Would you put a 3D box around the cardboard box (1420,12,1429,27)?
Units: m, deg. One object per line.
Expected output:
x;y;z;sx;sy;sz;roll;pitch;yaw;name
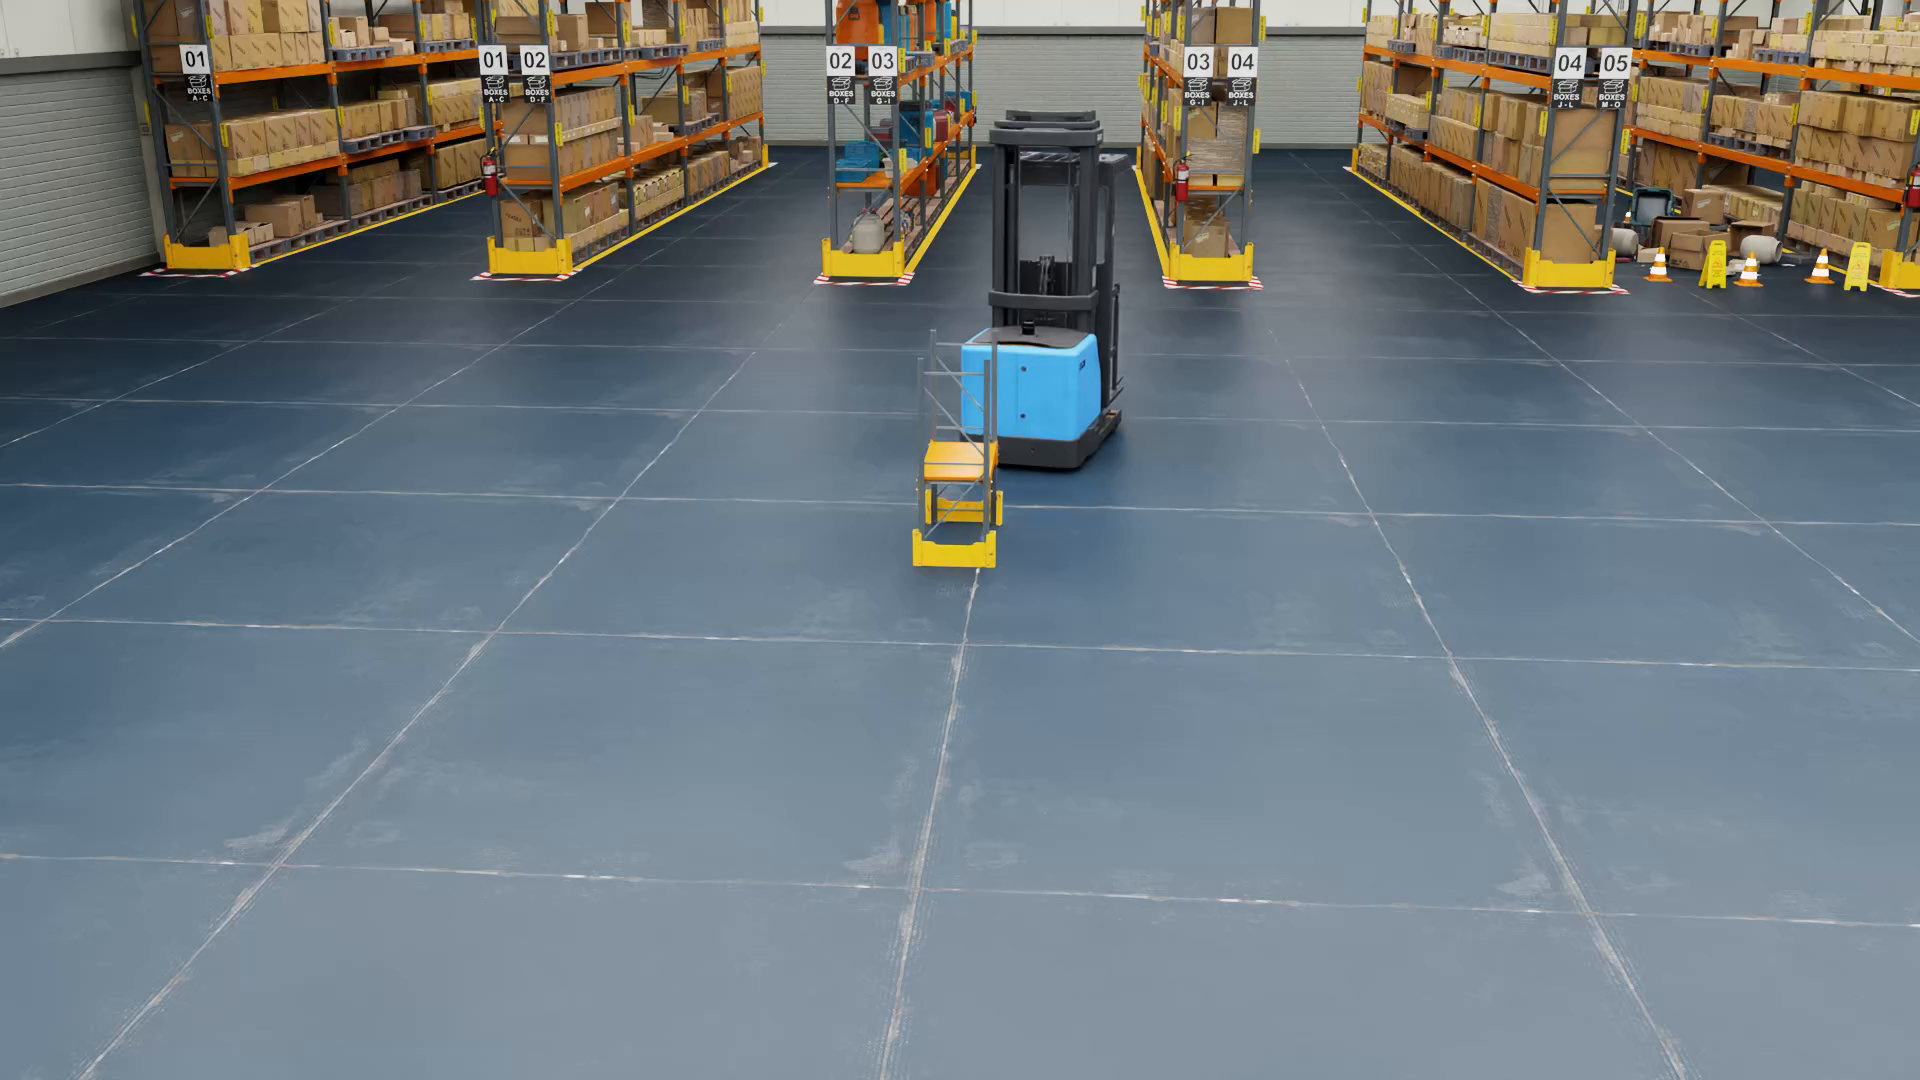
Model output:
8.935;-9.864;31.503;0.396;0.266;0.258;1;18;4;cardboard box

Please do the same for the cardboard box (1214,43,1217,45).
3.929;-7.259;24.543;0.380;0.149;0.250;1;18;3;cardboard box

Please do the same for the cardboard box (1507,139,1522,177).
8.681;-5.707;24.782;0.875;0.550;0.500;1;18;4;cardboard box

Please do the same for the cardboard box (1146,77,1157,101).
4.247;-9.611;35.497;0.500;0.500;0.500;1;18;4;cardboard box

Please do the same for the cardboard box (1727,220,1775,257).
12.317;-4.686;25.916;0.500;0.500;0.500;17;25;41;cardboard box

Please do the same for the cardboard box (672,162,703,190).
-5.377;-7.179;32.824;0.500;0.500;0.500;1;18;2;cardboard box

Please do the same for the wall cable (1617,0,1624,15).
18.264;-14.452;42.015;2.988;3.039;0.133;1;18;4;wall cable

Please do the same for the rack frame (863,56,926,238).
-1.073;-6.506;27.462;1.000;3.000;0.127;1;18;4;rack frame

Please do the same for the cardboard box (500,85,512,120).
-10.326;-9.523;36.186;0.980;0.700;0.700;2;18;5;cardboard box

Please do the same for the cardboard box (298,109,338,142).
-10.680;-6.868;27.572;0.500;0.500;0.500;1;18;4;cardboard box

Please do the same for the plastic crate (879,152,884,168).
-1.452;-5.990;26.228;0.450;0.188;0.662;1;18;4;plastic crate

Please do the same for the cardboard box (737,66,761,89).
-4.911;-10.723;38.566;0.500;0.500;0.500;1;18;3;cardboard box

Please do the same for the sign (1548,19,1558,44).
7.980;-6.836;22.358;0.100;0.325;0.005;1;18;4;sign

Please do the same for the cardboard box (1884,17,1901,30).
19.072;-10.445;33.625;0.500;0.250;0.500;1;18;4;cardboard box

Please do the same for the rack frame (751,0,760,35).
-5.154;-13.196;38.243;1.000;3.000;0.127;1;18;4;rack frame

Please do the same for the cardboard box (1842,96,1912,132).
13.435;-6.229;24.373;0.700;0.500;0.500;1;18;4;cardboard box

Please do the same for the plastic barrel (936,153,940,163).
-0.607;-7.805;34.121;0.600;0.901;0.708;1;18;4;plastic barrel

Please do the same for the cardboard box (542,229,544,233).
-6.533;-4.597;25.378;0.500;0.250;0.500;1;18;4;cardboard box

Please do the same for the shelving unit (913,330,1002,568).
-0.005;-0.689;12.117;0.587;1.500;1.083;1;18;4;shelving unit

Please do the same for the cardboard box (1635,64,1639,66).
14.711;-10.138;35.737;0.380;0.149;0.250;2;18;6;cardboard box

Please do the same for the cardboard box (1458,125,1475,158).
8.614;-6.626;27.667;0.500;0.500;0.500;1;18;3;cardboard box

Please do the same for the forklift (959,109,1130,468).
0.894;-2.419;15.097;1.130;2.935;3.031;5;19;15;forklift

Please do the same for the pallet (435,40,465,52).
-10.598;-9.854;33.165;1.003;0.211;1.213;2;18;6;pallet

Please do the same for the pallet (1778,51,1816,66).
13.902;-7.700;26.590;1.213;0.211;1.003;1;18;4;pallet

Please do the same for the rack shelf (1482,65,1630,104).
8.663;-6.716;24.441;1.077;0.370;4.000;1;18;4;rack shelf

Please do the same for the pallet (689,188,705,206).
-5.636;-6.766;32.734;1.003;0.211;1.213;1;18;4;pallet

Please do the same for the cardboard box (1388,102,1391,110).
8.877;-8.767;33.614;0.380;0.149;0.250;1;18;3;cardboard box

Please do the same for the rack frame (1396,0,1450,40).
9.380;-11.589;33.340;1.000;3.000;0.127;1;18;4;rack frame

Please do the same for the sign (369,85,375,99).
-11.222;-8.532;31.783;0.100;0.325;0.005;1;18;4;sign

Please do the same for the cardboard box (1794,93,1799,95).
14.113;-7.349;27.680;0.380;0.149;0.250;2;18;7;cardboard box

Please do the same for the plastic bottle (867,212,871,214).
-1.529;-5.231;27.238;0.152;0.276;0.135;2;18;6;plastic bottle

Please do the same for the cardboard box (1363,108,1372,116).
9.267;-9.606;37.324;0.380;0.149;0.250;1;18;2;cardboard box

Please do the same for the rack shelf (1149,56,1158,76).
4.297;-9.343;32.457;1.077;0.370;4.000;1;18;4;rack shelf

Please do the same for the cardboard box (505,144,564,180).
-6.254;-5.568;24.438;0.700;0.500;0.500;1;18;4;cardboard box

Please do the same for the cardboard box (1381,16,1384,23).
9.195;-11.104;35.475;0.380;0.149;0.250;1;18;3;cardboard box

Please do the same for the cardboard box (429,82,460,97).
-10.309;-8.982;33.143;0.500;0.250;0.500;1;18;4;cardboard box

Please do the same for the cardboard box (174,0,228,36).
-10.972;-7.557;24.053;0.500;0.500;0.500;0;18;0;cardboard box

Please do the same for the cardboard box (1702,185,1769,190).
13.988;-6.193;30.050;0.950;0.372;0.625;0;18;0;cardboard box

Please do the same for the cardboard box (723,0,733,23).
-5.266;-11.355;35.676;0.700;0.500;0.500;1;18;4;cardboard box

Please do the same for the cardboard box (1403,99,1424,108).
8.766;-8.423;32.085;0.380;0.149;0.250;2;18;7;cardboard box

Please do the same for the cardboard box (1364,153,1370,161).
9.242;-8.571;37.189;0.380;0.149;0.250;2;18;6;cardboard box

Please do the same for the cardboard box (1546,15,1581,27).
8.206;-7.056;22.609;0.380;0.149;0.250;1;18;4;cardboard box

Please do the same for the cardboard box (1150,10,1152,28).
4.583;-11.508;36.914;0.700;0.500;0.500;1;18;2;cardboard box

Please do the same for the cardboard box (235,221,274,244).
-11.061;-4.807;25.886;0.500;0.311;0.500;3;18;8;cardboard box

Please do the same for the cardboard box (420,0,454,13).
-10.600;-10.808;33.703;0.500;0.250;0.500;1;18;2;cardboard box

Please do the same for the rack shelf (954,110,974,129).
-0.357;-9.270;37.053;1.077;0.370;4.000;1;18;4;rack shelf

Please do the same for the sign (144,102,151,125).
-11.794;-6.204;24.173;0.100;0.325;0.005;1;18;4;sign

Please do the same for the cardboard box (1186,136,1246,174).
3.647;-5.513;23.791;0.875;0.500;0.500;1;18;4;cardboard box

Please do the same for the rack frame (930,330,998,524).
0.030;-0.844;12.590;0.500;1.500;0.032;1;18;4;rack frame

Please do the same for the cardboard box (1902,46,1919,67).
13.232;-6.593;22.672;0.500;0.250;0.500;1;18;3;cardboard box

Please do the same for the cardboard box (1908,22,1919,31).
18.869;-10.077;32.632;0.380;0.149;0.250;2;18;5;cardboard box

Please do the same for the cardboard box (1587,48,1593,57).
8.882;-6.743;22.936;0.380;0.149;0.250;1;18;4;cardboard box

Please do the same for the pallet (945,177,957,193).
-0.597;-7.427;34.751;1.003;0.211;1.213;1;18;4;pallet

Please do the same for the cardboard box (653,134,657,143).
-5.762;-7.344;30.421;0.380;0.149;0.250;3;18;8;cardboard box

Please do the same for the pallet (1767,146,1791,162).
13.951;-6.318;27.194;1.003;0.211;1.213;1;18;4;pallet

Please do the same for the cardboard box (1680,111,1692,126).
13.852;-7.899;31.149;0.500;0.250;0.500;1;18;2;cardboard box

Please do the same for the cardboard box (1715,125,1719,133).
13.829;-7.400;29.920;0.380;0.149;0.250;0;18;1;cardboard box

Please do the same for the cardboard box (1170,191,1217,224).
3.932;-5.607;28.026;0.700;0.500;0.500;0;18;0;cardboard box
